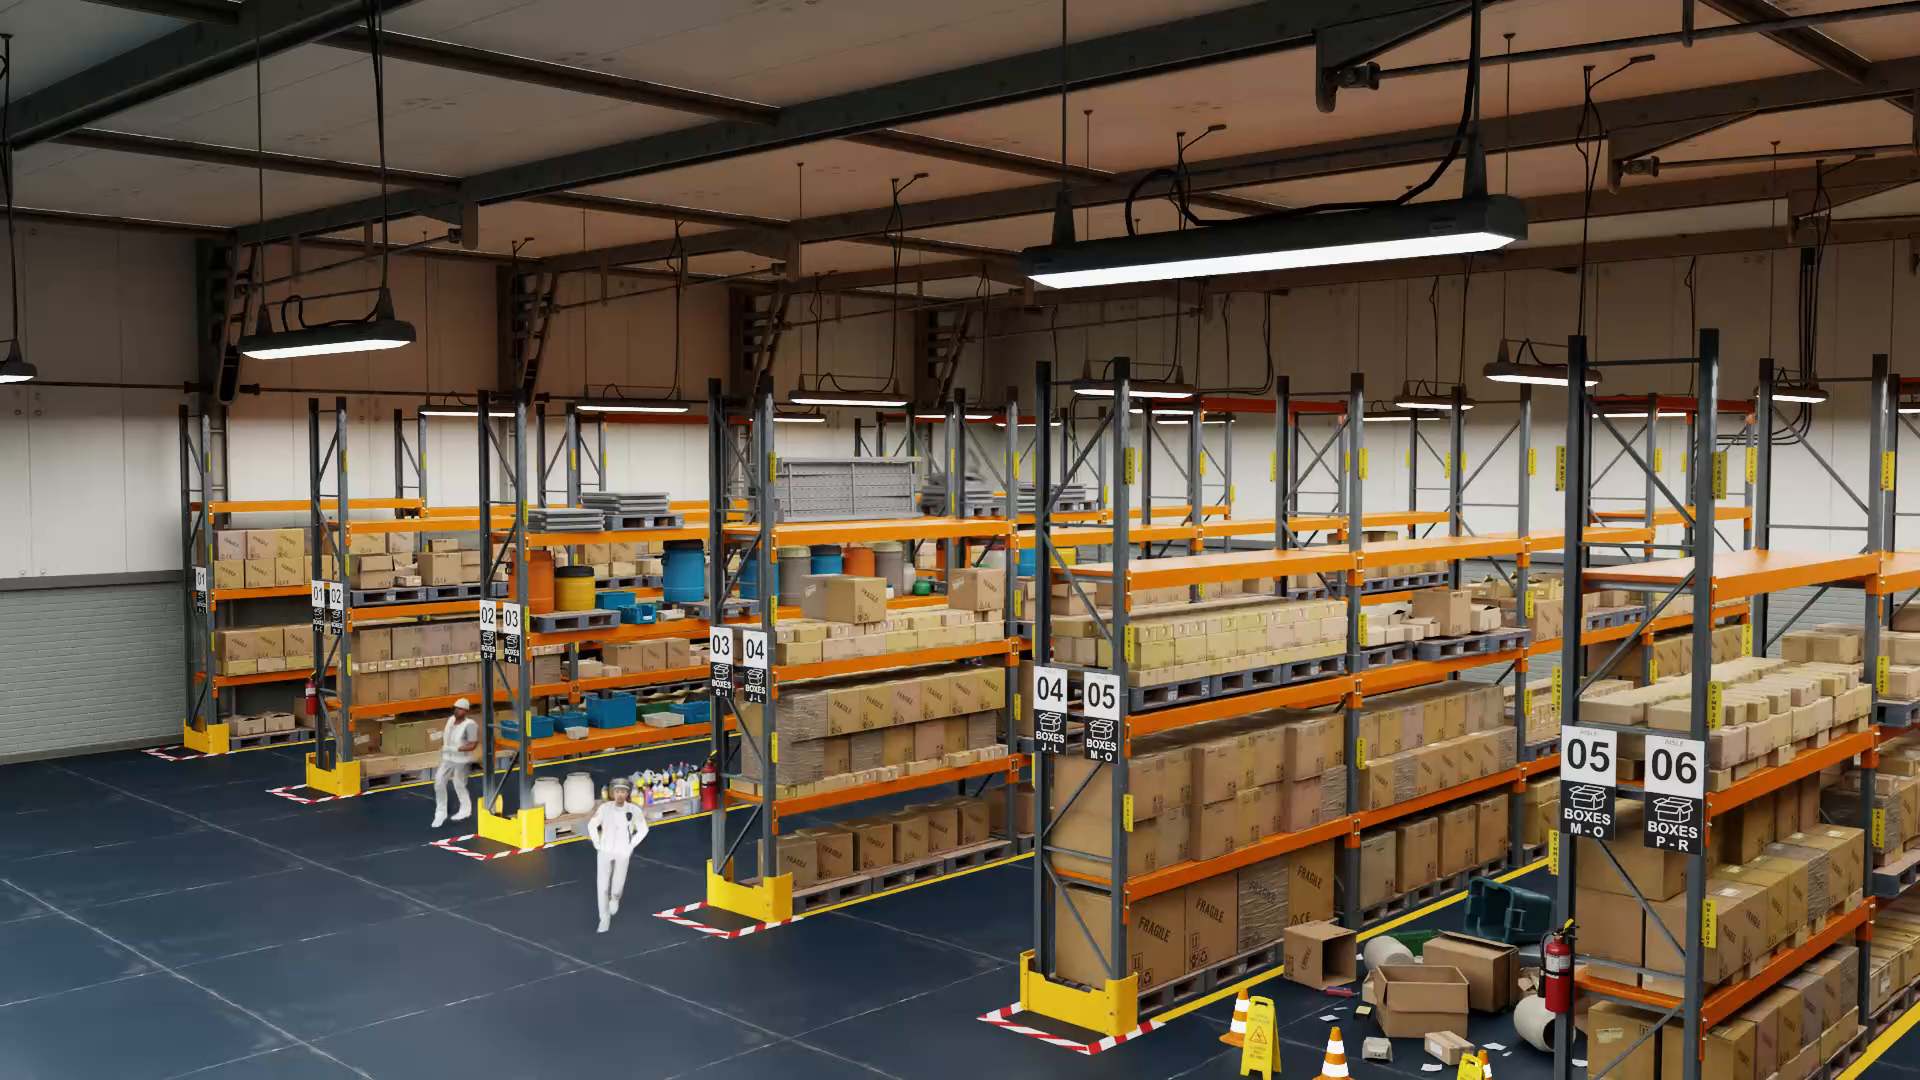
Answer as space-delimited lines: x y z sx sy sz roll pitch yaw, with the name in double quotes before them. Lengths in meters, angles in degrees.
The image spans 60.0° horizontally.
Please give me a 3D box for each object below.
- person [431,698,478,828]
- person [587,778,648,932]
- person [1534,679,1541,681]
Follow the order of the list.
"person" -6.927 3.083 23.006 0.672 1.813 0.697 1 3 21
"person" -3.736 3.399 18.140 0.648 1.649 0.604 0 3 -2
"person" 9.351 2.988 26.498 0.573 1.627 0.914 2 4 37
